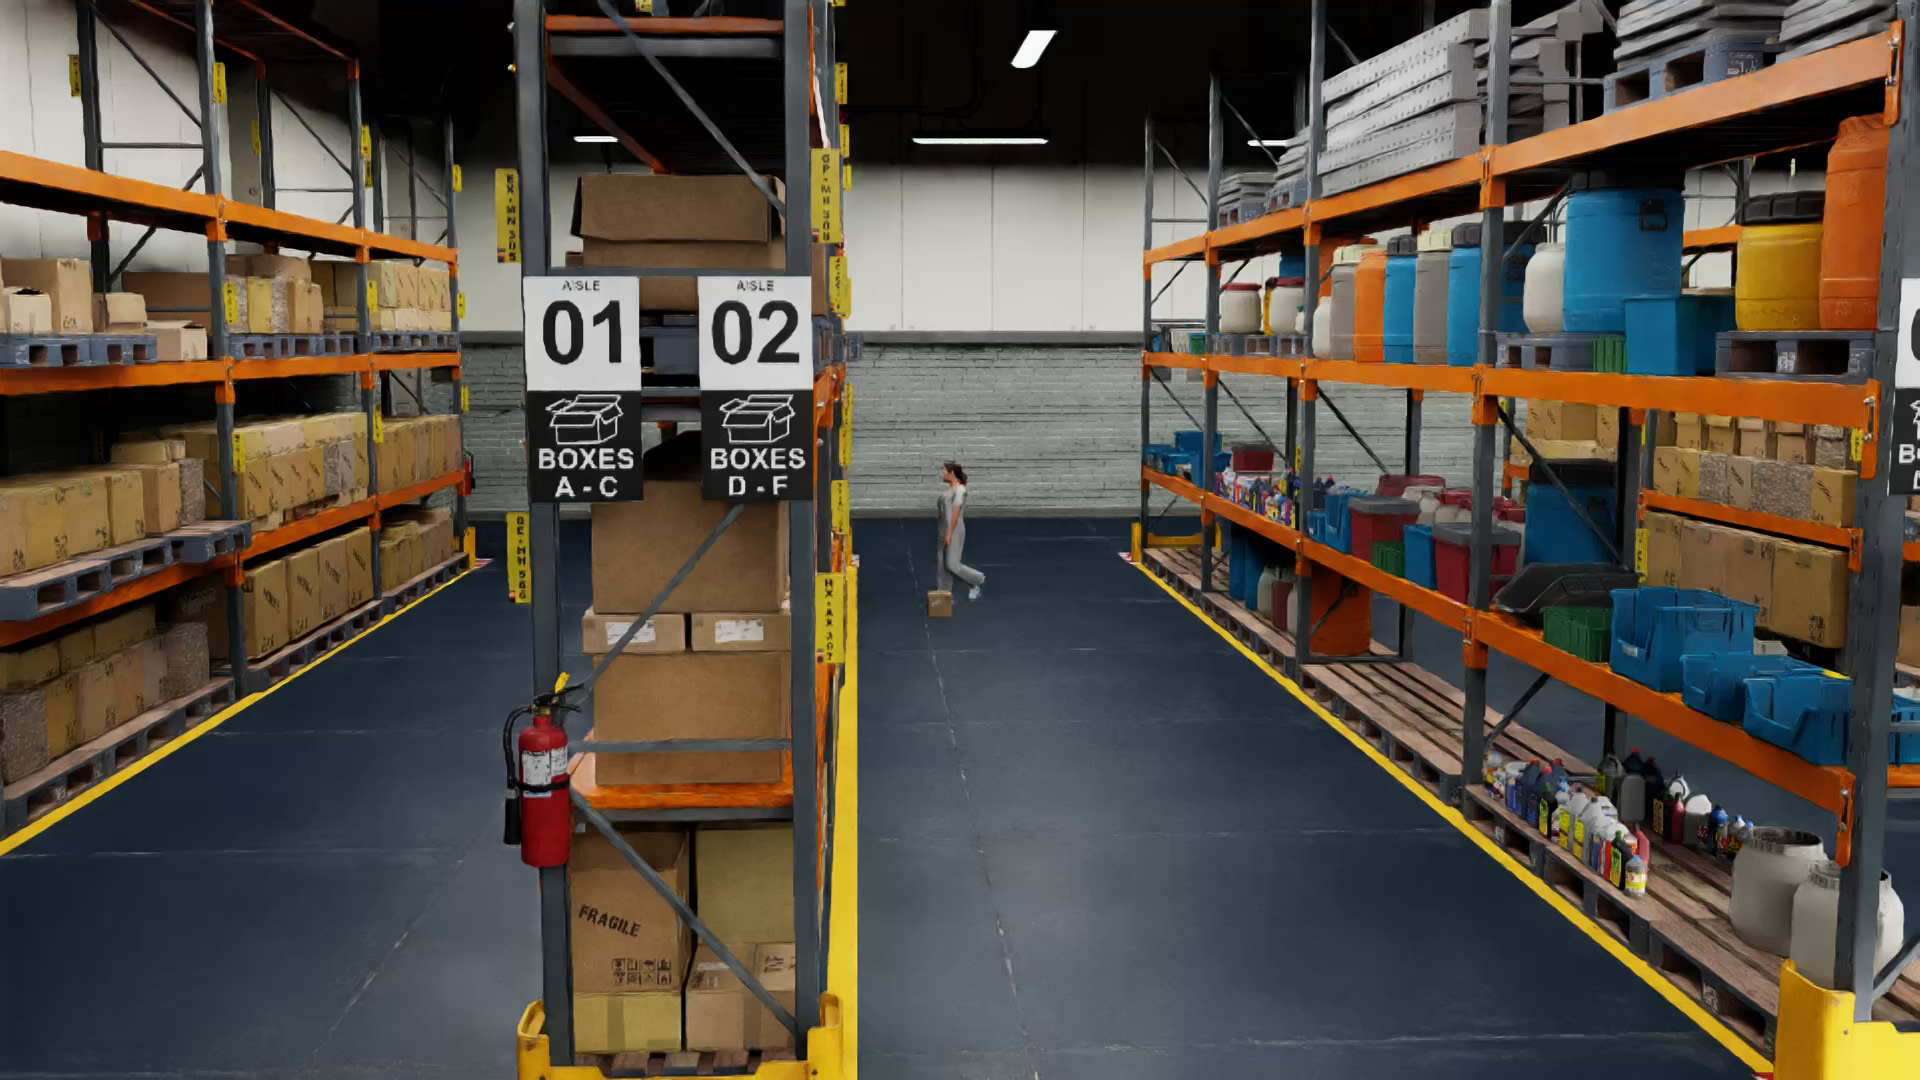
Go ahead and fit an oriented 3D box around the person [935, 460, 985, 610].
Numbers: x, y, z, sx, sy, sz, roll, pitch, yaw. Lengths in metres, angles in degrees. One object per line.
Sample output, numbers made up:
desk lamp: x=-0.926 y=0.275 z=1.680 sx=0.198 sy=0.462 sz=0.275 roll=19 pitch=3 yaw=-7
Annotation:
person: x=-0.087 y=-0.055 z=18.311 sx=0.740 sy=1.647 sz=0.488 roll=-4 pitch=8 yaw=-31
